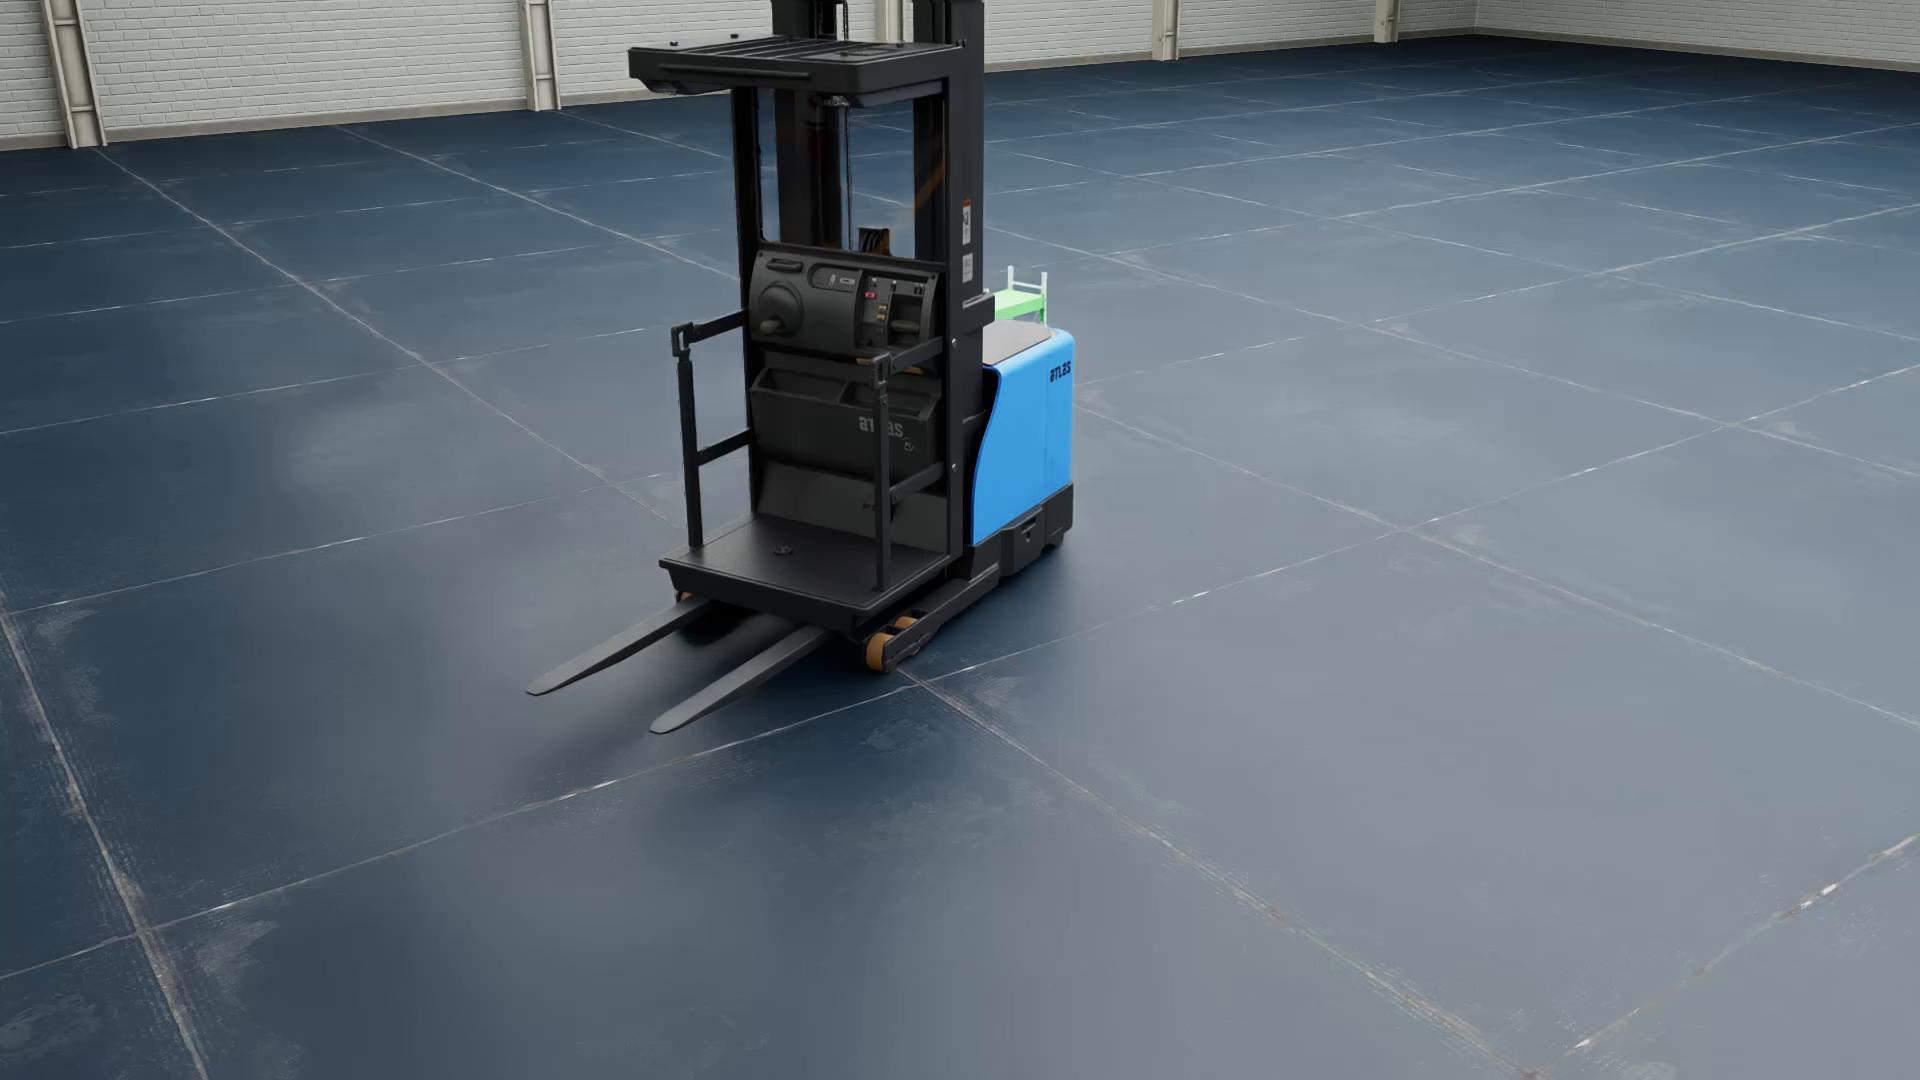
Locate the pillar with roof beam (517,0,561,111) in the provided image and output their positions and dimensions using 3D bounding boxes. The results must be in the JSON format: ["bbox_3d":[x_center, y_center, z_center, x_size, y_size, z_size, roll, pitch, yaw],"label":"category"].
[{"bbox_3d":[-3.477,-9.096,19.050,0.400,9.000,9.100,-15,26,-33],"label":"pillar with roof beam"}]

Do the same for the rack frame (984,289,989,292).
[{"bbox_3d":[0.045,-0.719,8.580,0.240,1.200,0.015,17,27,36],"label":"rack frame"}]

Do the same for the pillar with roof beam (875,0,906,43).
[{"bbox_3d":[1.394,-10.395,22.304,0.400,9.000,9.100,-15,26,-33],"label":"pillar with roof beam"}]

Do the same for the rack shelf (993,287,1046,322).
[{"bbox_3d":[0.199,-1.176,8.602,0.258,0.148,0.480,17,27,36],"label":"rack shelf"}]

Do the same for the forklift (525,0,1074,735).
[{"bbox_3d":[-0.610,-0.997,6.941,1.130,2.935,3.031,12,25,28],"label":"forklift"}]

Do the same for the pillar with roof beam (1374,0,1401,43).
[{"bbox_3d":[11.135,-12.992,28.813,0.400,9.000,9.100,-15,26,-33],"label":"pillar with roof beam"}]

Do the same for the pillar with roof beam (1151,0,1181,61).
[{"bbox_3d":[6.264,-11.693,25.559,0.400,9.000,9.100,-15,26,-33],"label":"pillar with roof beam"}]

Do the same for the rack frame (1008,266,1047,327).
[{"bbox_3d":[0.353,-0.860,8.932,0.240,1.200,0.015,17,27,36],"label":"rack frame"}]

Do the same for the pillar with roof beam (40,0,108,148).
[{"bbox_3d":[-8.347,-7.797,15.795,0.400,9.000,9.100,-15,26,-33],"label":"pillar with roof beam"}]

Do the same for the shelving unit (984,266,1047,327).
[{"bbox_3d":[0.199,-0.790,8.756,0.258,1.200,0.503,17,27,36],"label":"shelving unit"}]
